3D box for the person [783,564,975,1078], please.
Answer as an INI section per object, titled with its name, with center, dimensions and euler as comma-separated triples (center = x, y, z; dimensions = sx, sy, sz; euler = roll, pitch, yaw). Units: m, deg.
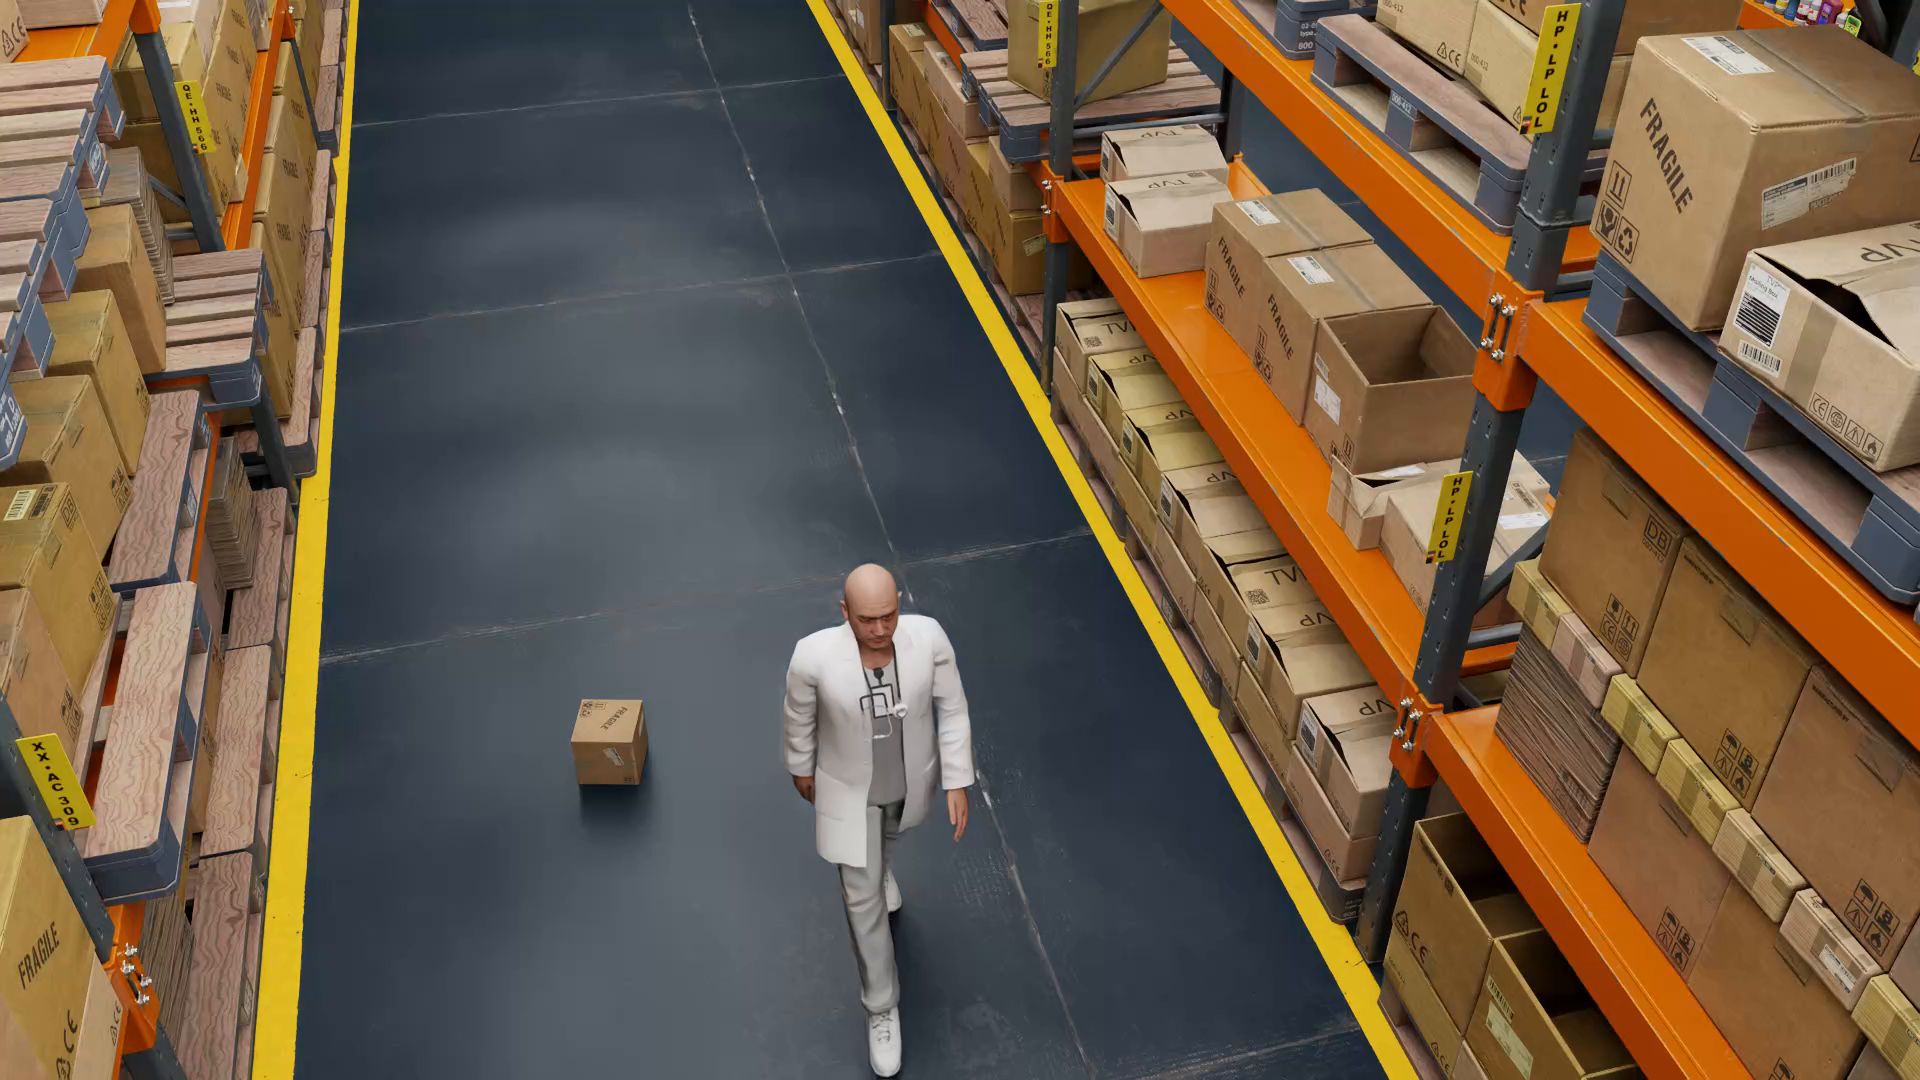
[person]
center = -0.247, 0.836, 5.611
dimensions = 0.602, 1.732, 1.052
euler = -12, 39, -15
